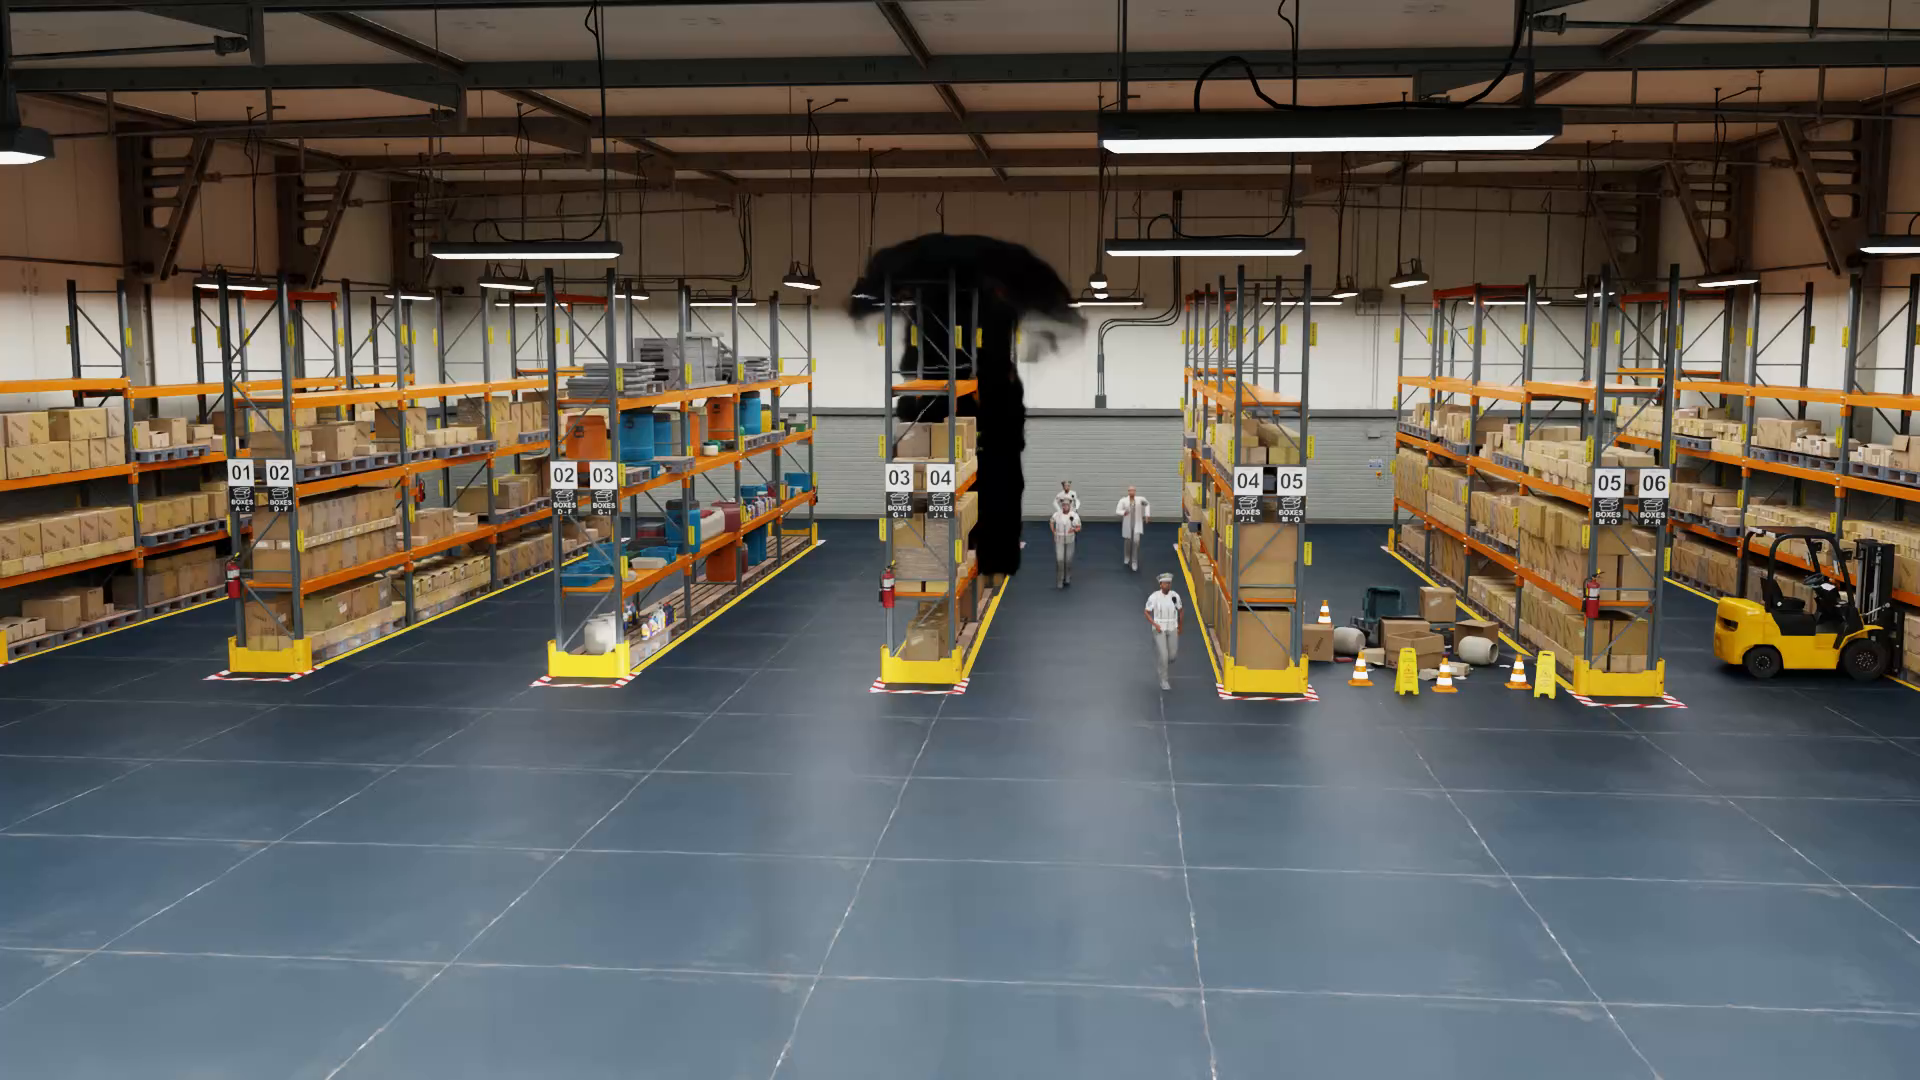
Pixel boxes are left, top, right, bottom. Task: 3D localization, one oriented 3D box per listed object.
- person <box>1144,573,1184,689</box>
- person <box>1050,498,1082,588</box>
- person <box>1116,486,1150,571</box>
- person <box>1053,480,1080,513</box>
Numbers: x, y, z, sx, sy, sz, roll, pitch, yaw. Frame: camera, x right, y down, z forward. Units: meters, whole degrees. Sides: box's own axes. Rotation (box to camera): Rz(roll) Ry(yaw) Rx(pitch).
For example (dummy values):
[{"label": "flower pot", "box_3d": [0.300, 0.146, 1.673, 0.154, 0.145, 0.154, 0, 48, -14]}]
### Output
[{"label": "person", "box_3d": [2.936, 1.280, 23.968, 0.598, 1.662, 0.595, -1, 7, -12]}, {"label": "person", "box_3d": [2.129, 0.061, 33.576, 0.644, 1.852, 0.724, 0, 7, 4]}, {"label": "person", "box_3d": [3.770, -0.272, 36.230, 0.731, 1.836, 0.946, 1, 7, 9]}, {"label": "person", "box_3d": [2.531, -0.598, 39.493, 0.626, 1.657, 0.748, 1, 7, 4]}]
